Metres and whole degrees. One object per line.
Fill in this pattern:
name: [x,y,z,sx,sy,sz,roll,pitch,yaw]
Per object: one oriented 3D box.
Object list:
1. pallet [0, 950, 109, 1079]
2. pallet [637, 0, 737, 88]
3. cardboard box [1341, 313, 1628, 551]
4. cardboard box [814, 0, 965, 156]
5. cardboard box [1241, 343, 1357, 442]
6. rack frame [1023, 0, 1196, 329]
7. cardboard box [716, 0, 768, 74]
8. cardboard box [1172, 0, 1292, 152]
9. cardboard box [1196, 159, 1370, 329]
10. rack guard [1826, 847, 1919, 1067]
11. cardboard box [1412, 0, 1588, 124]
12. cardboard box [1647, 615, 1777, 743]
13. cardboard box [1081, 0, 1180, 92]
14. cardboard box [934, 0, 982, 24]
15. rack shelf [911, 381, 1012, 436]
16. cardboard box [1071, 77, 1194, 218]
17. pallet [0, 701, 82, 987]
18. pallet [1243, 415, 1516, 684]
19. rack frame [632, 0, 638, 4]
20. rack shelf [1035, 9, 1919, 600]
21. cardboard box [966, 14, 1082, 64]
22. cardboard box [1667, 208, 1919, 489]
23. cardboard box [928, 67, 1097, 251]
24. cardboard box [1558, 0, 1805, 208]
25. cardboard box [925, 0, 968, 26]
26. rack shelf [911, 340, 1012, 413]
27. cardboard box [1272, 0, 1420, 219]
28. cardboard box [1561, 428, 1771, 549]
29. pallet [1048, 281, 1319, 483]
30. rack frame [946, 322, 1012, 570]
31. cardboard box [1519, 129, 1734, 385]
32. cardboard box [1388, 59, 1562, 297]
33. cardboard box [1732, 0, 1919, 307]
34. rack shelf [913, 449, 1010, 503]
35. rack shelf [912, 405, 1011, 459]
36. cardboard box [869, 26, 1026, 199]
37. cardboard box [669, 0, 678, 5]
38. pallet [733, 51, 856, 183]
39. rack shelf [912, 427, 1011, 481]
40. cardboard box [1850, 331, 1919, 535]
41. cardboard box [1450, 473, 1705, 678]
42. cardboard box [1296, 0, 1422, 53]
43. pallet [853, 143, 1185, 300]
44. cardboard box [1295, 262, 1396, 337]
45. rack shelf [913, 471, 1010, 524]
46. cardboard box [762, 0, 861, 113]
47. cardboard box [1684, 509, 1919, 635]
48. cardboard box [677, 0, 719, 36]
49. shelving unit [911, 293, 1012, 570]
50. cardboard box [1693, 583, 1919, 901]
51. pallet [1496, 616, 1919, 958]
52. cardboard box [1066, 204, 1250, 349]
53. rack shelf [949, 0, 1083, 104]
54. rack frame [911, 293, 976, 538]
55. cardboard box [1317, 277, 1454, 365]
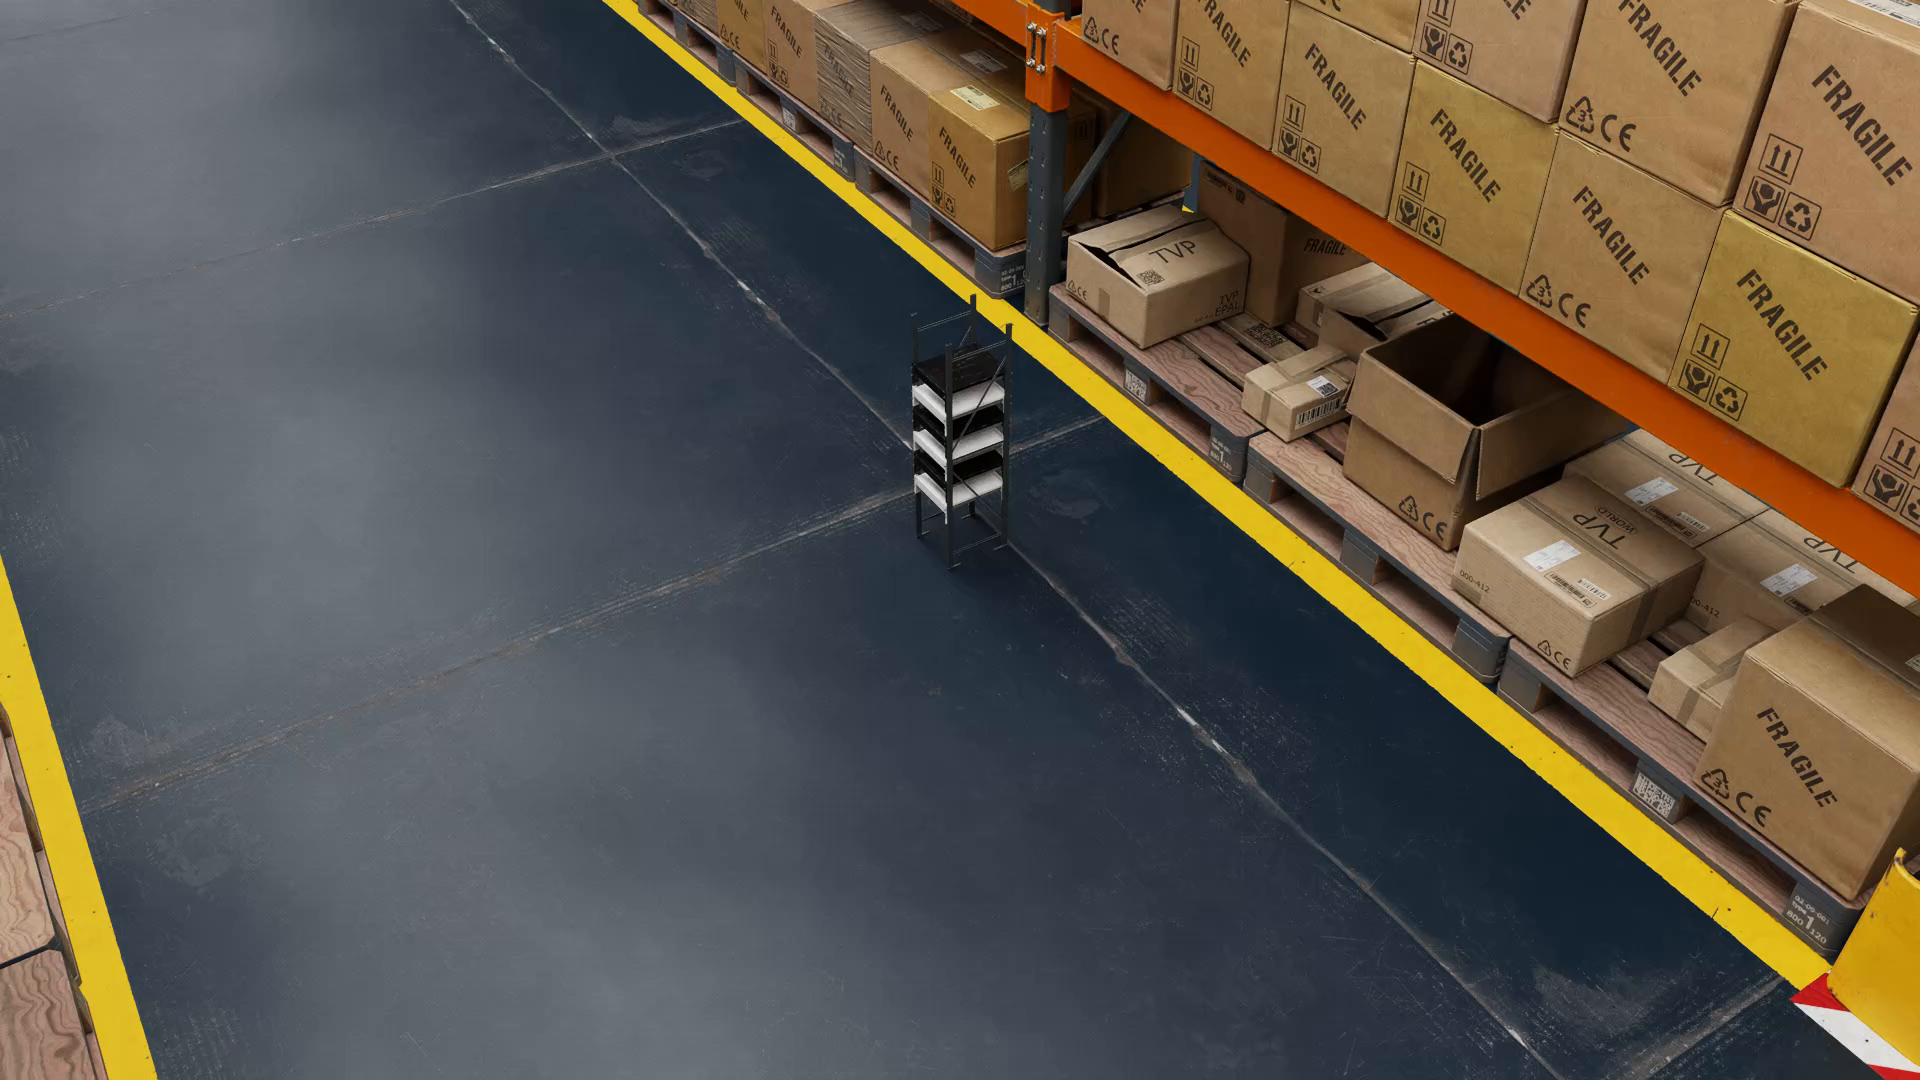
pallet: [-2.373,1.599,3.666,1.003,0.211,1.213,-22,45,-24]
pallet: [-1.064,-2.890,9.053,1.003,0.211,1.213,-22,45,-24]
cardboard box: [1.732,-0.416,5.512,0.797,0.503,0.637,-22,45,-24]
cardboard box: [-0.318,-2.135,7.578,0.500,0.500,0.500,-22,44,-24]
cardboard box: [1.234,-0.534,5.917,0.380,0.166,0.250,-22,45,-24]
rack frame: [0.717,-2.218,6.068,1.000,3.000,0.127,-22,45,-24]
cardboard box: [-0.878,-2.688,8.242,0.500,0.500,0.500,-23,45,-25]
cardboard box: [1.039,-1.612,5.263,0.500,0.500,0.500,-21,44,-24]
cardboard box: [1.263,-1.217,6.476,0.500,0.500,0.500,-22,45,-24]
rack guard: [2.827,0.860,4.327,1.175,0.500,0.348,-22,45,-24]
cardboard box: [1.565,-1.455,4.294,0.500,0.500,0.500,-21,44,-23]
cardboard box: [2.226,0.402,4.794,0.380,0.166,0.250,-22,45,-24]
cardboard box: [0.761,-1.887,5.594,0.500,0.500,0.500,-21,44,-23]
cardboard box: [0.125,-2.599,7.549,0.500,0.250,0.500,-22,45,-24]
rack shelf: [0.004,-0.454,5.363,0.258,0.077,0.200,-22,45,-24]
cardboard box: [0.662,-1.772,7.142,0.500,0.500,0.500,-24,46,-26]
pallet: [-3.033,0.940,4.457,1.003,0.211,1.213,-22,45,-24]
pallet: [1.746,-0.116,5.725,1.003,0.211,1.213,-22,45,-24]
rack frame: [-1.434,-4.377,8.659,1.000,3.000,0.127,-22,45,-24]
rack shelf: [1.792,-0.862,5.003,1.077,0.370,4.000,-22,45,-24]
cardboard box: [0.366,-2.056,7.483,0.500,0.500,0.500,-22,44,-24]
cardboard box: [2.116,-0.524,3.958,0.500,0.500,0.500,-22,45,-24]
cardboard box: [0.210,-1.594,6.929,0.500,0.500,0.500,-22,45,-25]
cardboard box: [1.842,-1.178,3.961,0.500,0.500,0.500,-21,44,-23]
cardboard box: [0.104,-2.328,7.809,0.500,0.500,0.500,-22,44,-24]
rack shelf: [0.004,-0.523,5.305,0.258,0.077,0.200,-22,45,-24]
cardboard box: [1.306,-1.341,4.938,0.500,0.500,0.500,-22,45,-25]
cardboard box: [2.277,-0.102,5.334,0.500,0.250,0.500,-22,45,-24]
pallet: [1.086,-0.775,6.516,1.003,0.211,1.213,-22,45,-24]
rack frame: [0.059,-0.286,5.391,0.240,0.900,0.006,-22,45,-24]
cardboard box: [1.852,-0.795,4.283,0.500,0.500,0.500,-22,45,-24]
cardboard box: [1.581,-1.067,4.610,0.500,0.500,0.500,-23,45,-25]
cardboard box: [2.124,-0.899,3.627,0.500,0.500,0.500,-21,44,-23]
rack shelf: [0.004,-0.247,5.536,0.258,0.077,0.200,-22,45,-24]
rack shelf: [0.004,-0.385,5.420,0.258,0.077,0.200,-22,45,-24]
cardboard box: [-0.049,-1.864,7.253,0.500,0.500,0.500,-22,45,-24]
cardboard box: [-1.430,-3.241,8.906,0.500,0.500,0.500,-20,44,-23]
pallet: [-0.412,-2.232,8.263,1.003,0.211,1.213,-22,45,-24]
rack shelf: [0.004,-0.316,5.478,0.258,0.077,0.200,-22,45,-24]
cardboard box: [2.398,-0.245,3.623,0.500,0.500,0.500,-21,44,-23]
cardboard box: [1.882,0.097,5.095,0.500,0.250,0.500,-22,45,-24]
cardboard box: [1.287,-1.733,4.628,0.500,0.500,0.500,-24,45,-26]
pallet: [0.248,-1.573,7.472,1.003,0.211,1.213,-22,45,-24]
cardboard box: [1.515,-0.900,6.370,0.380,0.149,0.250,-22,45,-24]
rack shelf: [0.004,-0.177,5.593,0.258,0.077,0.200,-22,45,-24]
cardboard box: [-0.593,-2.408,7.906,0.500,0.500,0.500,-24,45,-26]
cardboard box: [2.546,0.167,5.010,0.500,0.250,0.500,-22,45,-24]
cardboard box: [-1.144,-2.961,8.569,0.500,0.500,0.500,-24,45,-26]
shelving unit: [0.004,-0.341,5.457,0.258,0.900,0.210,-22,45,-24]
cardboard box: [2.368,0.524,4.387,0.500,0.500,0.500,-22,45,-24]
pallet: [2.398,0.542,4.935,1.003,0.211,1.213,-22,45,-24]
cardboard box: [0.760,-1.053,6.427,0.500,0.311,0.500,-22,45,-24]
rack shelf: [-0.358,-3.021,7.594,1.077,0.370,4.000,-22,45,-24]
rack frame: [-0.050,-0.396,5.523,0.240,0.900,0.006,-22,45,-24]
cardboard box: [1.666,-0.739,6.051,0.500,0.311,0.500,-22,45,-24]
